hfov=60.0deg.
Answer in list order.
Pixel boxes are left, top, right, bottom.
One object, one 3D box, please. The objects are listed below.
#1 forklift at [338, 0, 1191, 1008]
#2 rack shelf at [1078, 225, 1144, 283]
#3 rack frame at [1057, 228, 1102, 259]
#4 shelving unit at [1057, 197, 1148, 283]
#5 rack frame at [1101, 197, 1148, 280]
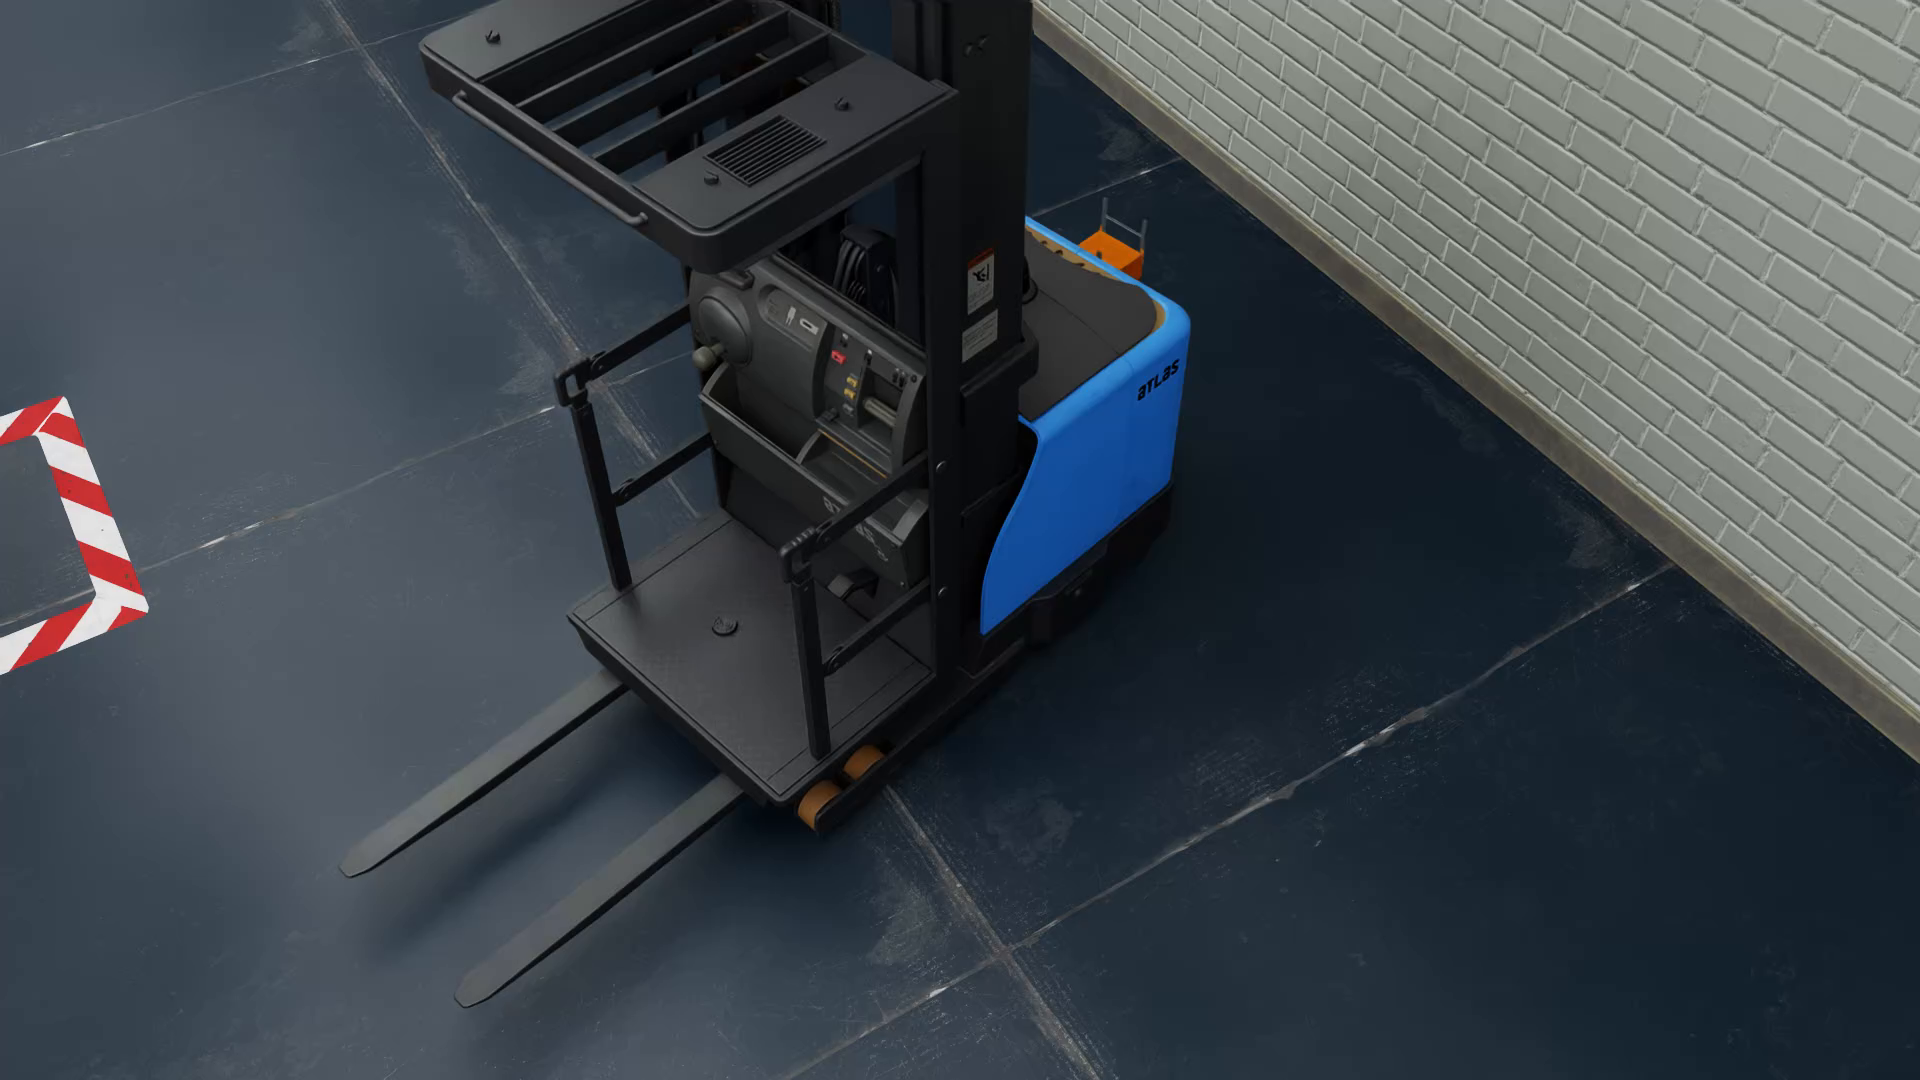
[{"bbox_3d":[-0.604,-0.471,4.707,1.130,2.935,3.031,36,57,28],"label":"forklift"},{"bbox_3d":[0.500,-0.938,6.016,0.215,0.259,0.240,36,57,28],"label":"rack shelf"},{"bbox_3d":[0.415,-0.691,6.162,0.200,1.050,0.008,36,57,28],"label":"rack frame"},{"bbox_3d":[0.500,-0.756,6.220,0.215,1.050,0.252,36,57,28],"label":"shelving unit"},{"bbox_3d":[0.585,-0.822,6.279,0.200,1.050,0.008,36,57,28],"label":"rack frame"}]
